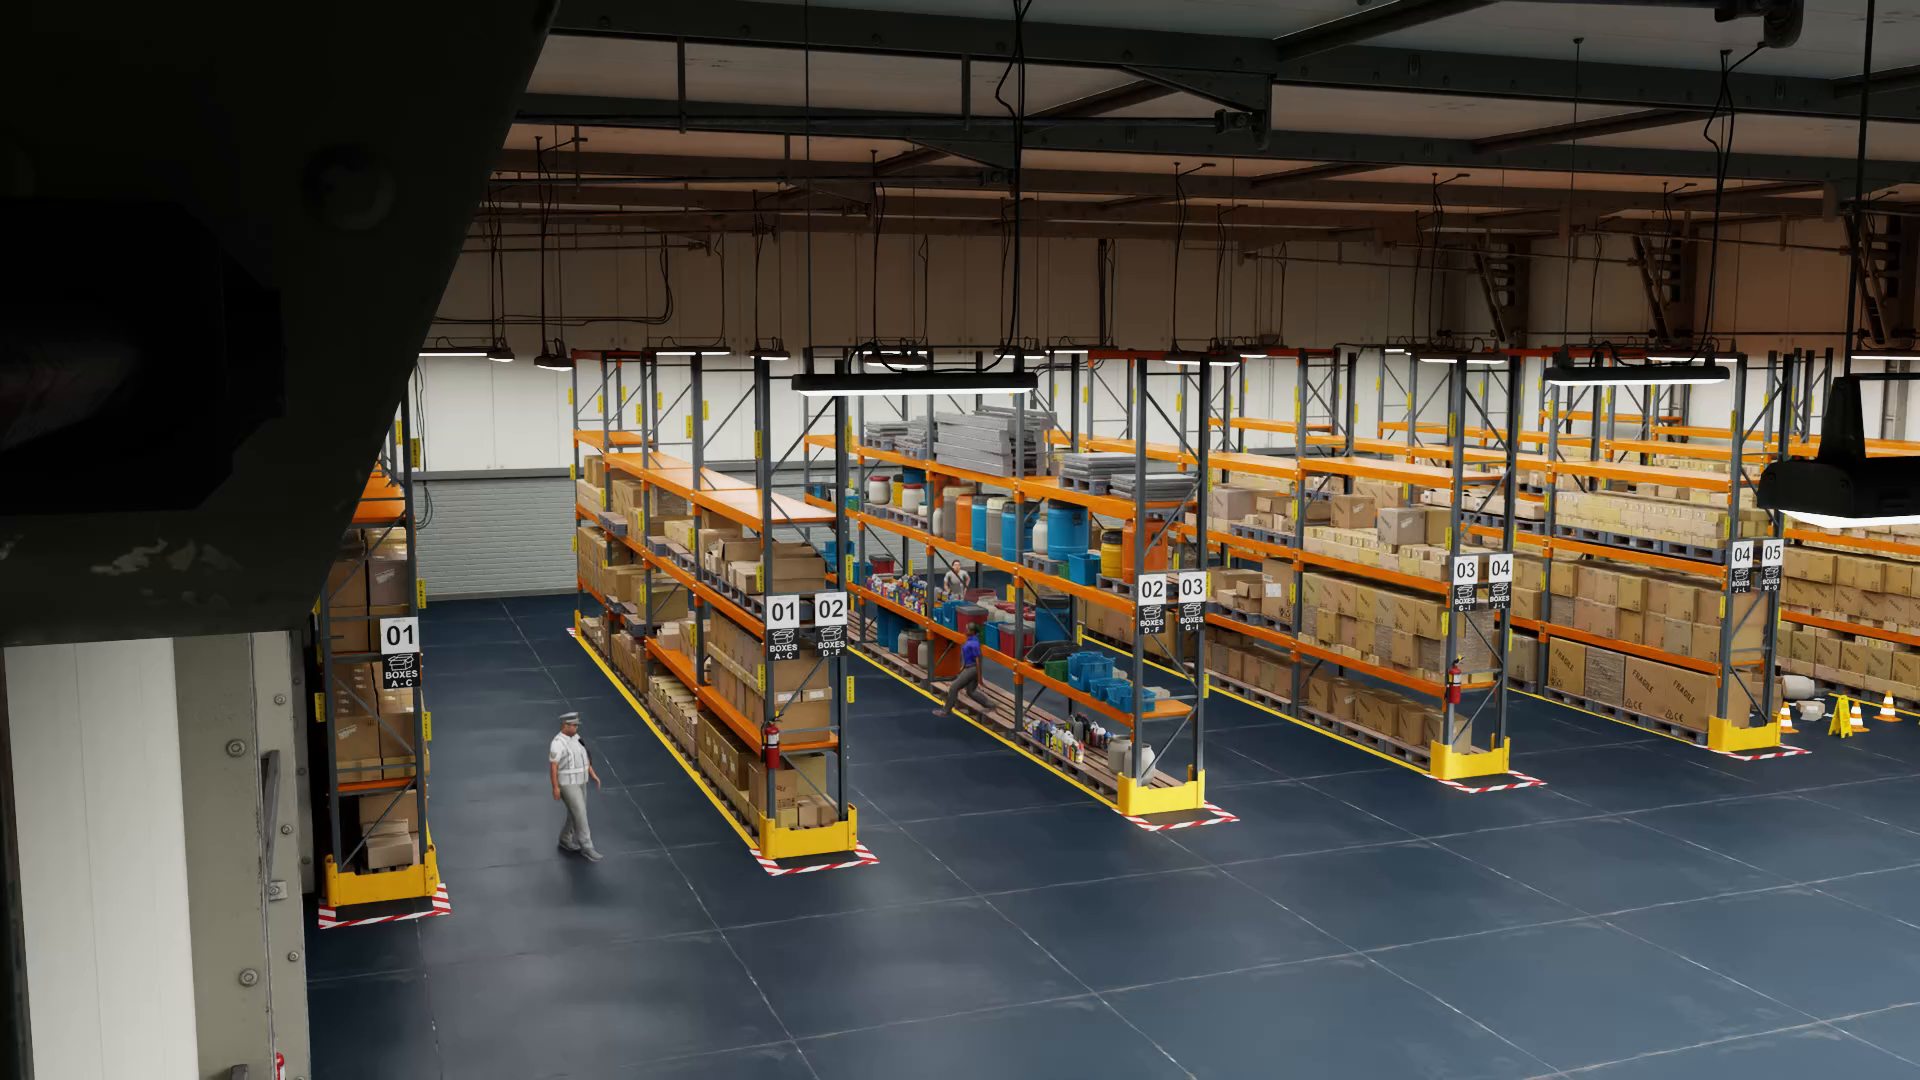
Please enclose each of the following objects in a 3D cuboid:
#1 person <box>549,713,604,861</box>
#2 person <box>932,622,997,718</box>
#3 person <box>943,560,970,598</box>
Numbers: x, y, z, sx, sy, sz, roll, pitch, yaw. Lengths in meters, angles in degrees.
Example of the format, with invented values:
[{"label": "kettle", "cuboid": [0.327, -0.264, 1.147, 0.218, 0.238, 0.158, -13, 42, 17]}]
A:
[{"label": "person", "cuboid": [-4.625, 2.983, 20.266, 0.798, 1.749, 0.564, 2, 7, 19]}, {"label": "person", "cuboid": [0.077, 2.059, 26.464, 1.036, 1.519, 0.469, 0, 7, 2]}, {"label": "person", "cuboid": [-0.072, 1.172, 35.249, 0.595, 1.581, 0.698, -1, 7, -9]}]
